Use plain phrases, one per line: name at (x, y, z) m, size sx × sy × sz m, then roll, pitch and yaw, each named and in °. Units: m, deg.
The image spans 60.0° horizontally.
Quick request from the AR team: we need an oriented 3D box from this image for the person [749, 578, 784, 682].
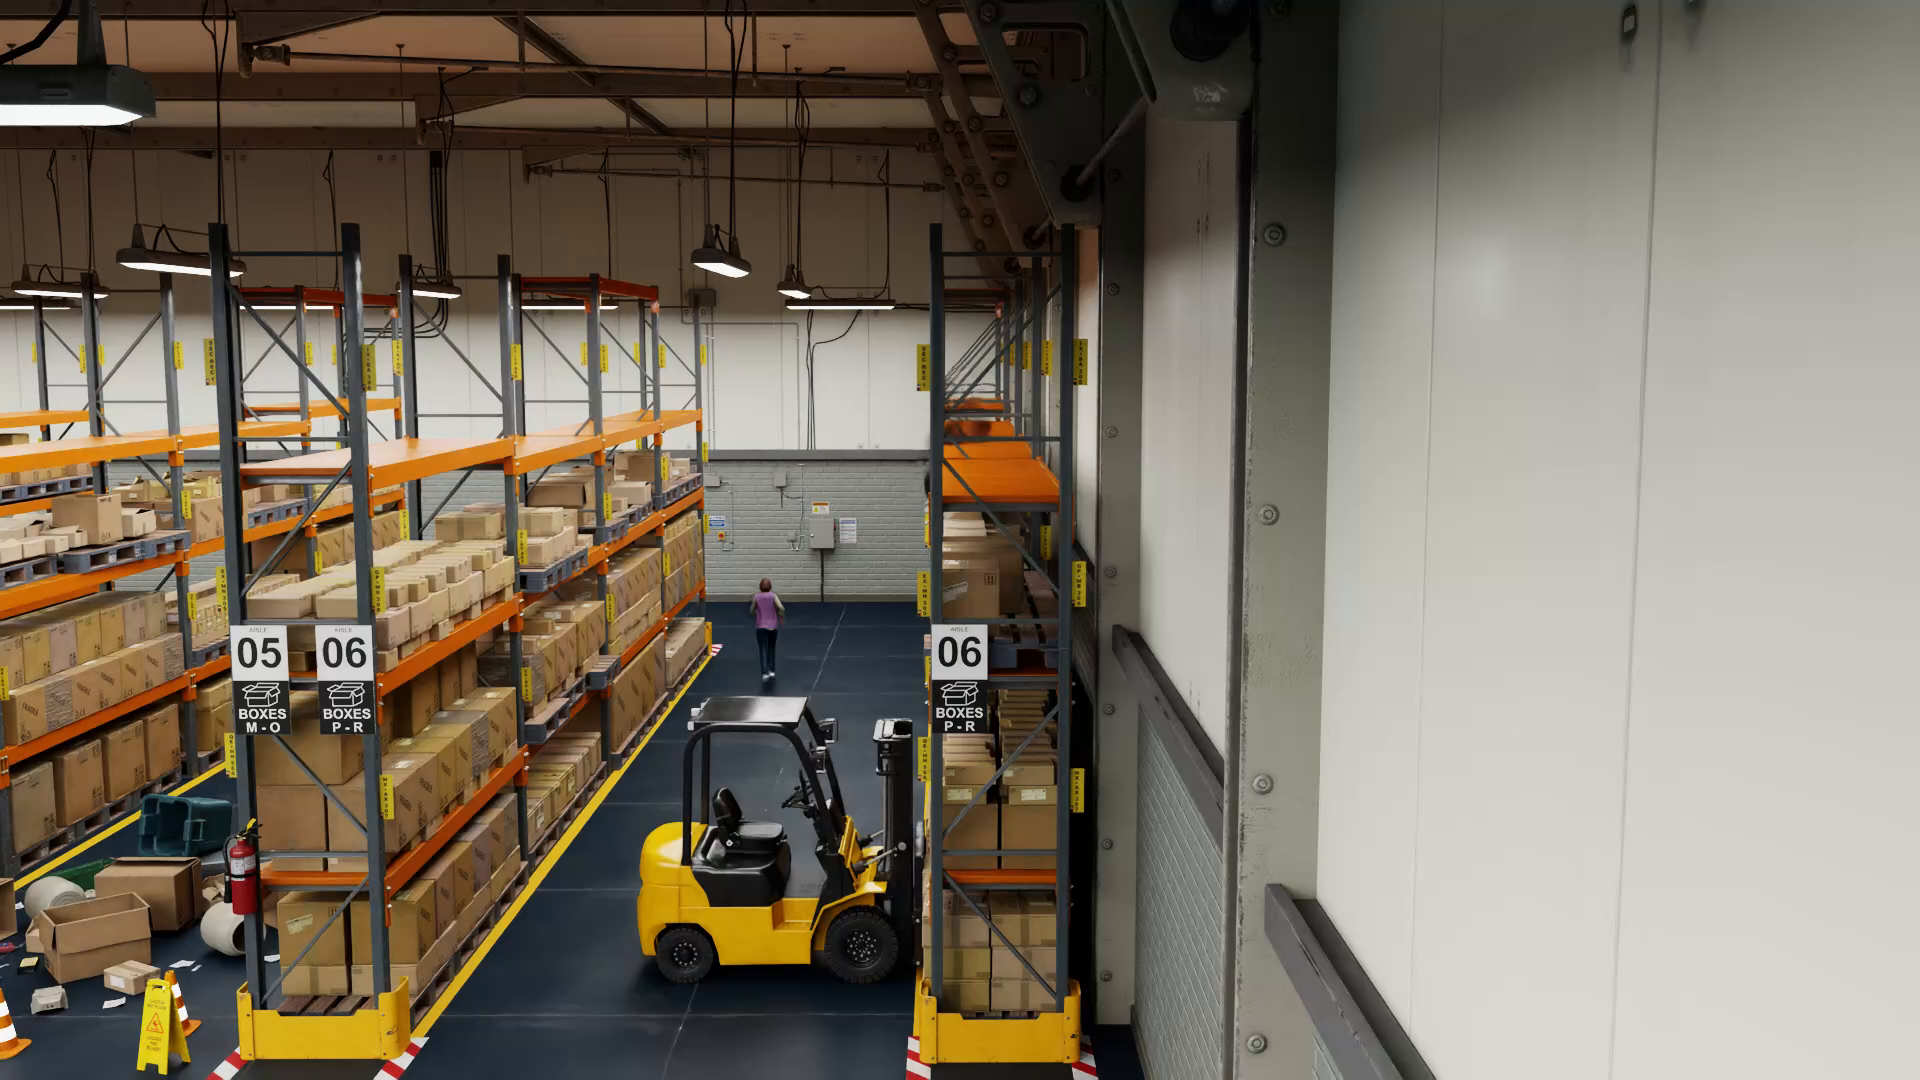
person at (-2.960, 1.385, 25.465) m, size 0.530 × 1.617 × 0.774 m, roll -1°, pitch 7°, yaw -9°
